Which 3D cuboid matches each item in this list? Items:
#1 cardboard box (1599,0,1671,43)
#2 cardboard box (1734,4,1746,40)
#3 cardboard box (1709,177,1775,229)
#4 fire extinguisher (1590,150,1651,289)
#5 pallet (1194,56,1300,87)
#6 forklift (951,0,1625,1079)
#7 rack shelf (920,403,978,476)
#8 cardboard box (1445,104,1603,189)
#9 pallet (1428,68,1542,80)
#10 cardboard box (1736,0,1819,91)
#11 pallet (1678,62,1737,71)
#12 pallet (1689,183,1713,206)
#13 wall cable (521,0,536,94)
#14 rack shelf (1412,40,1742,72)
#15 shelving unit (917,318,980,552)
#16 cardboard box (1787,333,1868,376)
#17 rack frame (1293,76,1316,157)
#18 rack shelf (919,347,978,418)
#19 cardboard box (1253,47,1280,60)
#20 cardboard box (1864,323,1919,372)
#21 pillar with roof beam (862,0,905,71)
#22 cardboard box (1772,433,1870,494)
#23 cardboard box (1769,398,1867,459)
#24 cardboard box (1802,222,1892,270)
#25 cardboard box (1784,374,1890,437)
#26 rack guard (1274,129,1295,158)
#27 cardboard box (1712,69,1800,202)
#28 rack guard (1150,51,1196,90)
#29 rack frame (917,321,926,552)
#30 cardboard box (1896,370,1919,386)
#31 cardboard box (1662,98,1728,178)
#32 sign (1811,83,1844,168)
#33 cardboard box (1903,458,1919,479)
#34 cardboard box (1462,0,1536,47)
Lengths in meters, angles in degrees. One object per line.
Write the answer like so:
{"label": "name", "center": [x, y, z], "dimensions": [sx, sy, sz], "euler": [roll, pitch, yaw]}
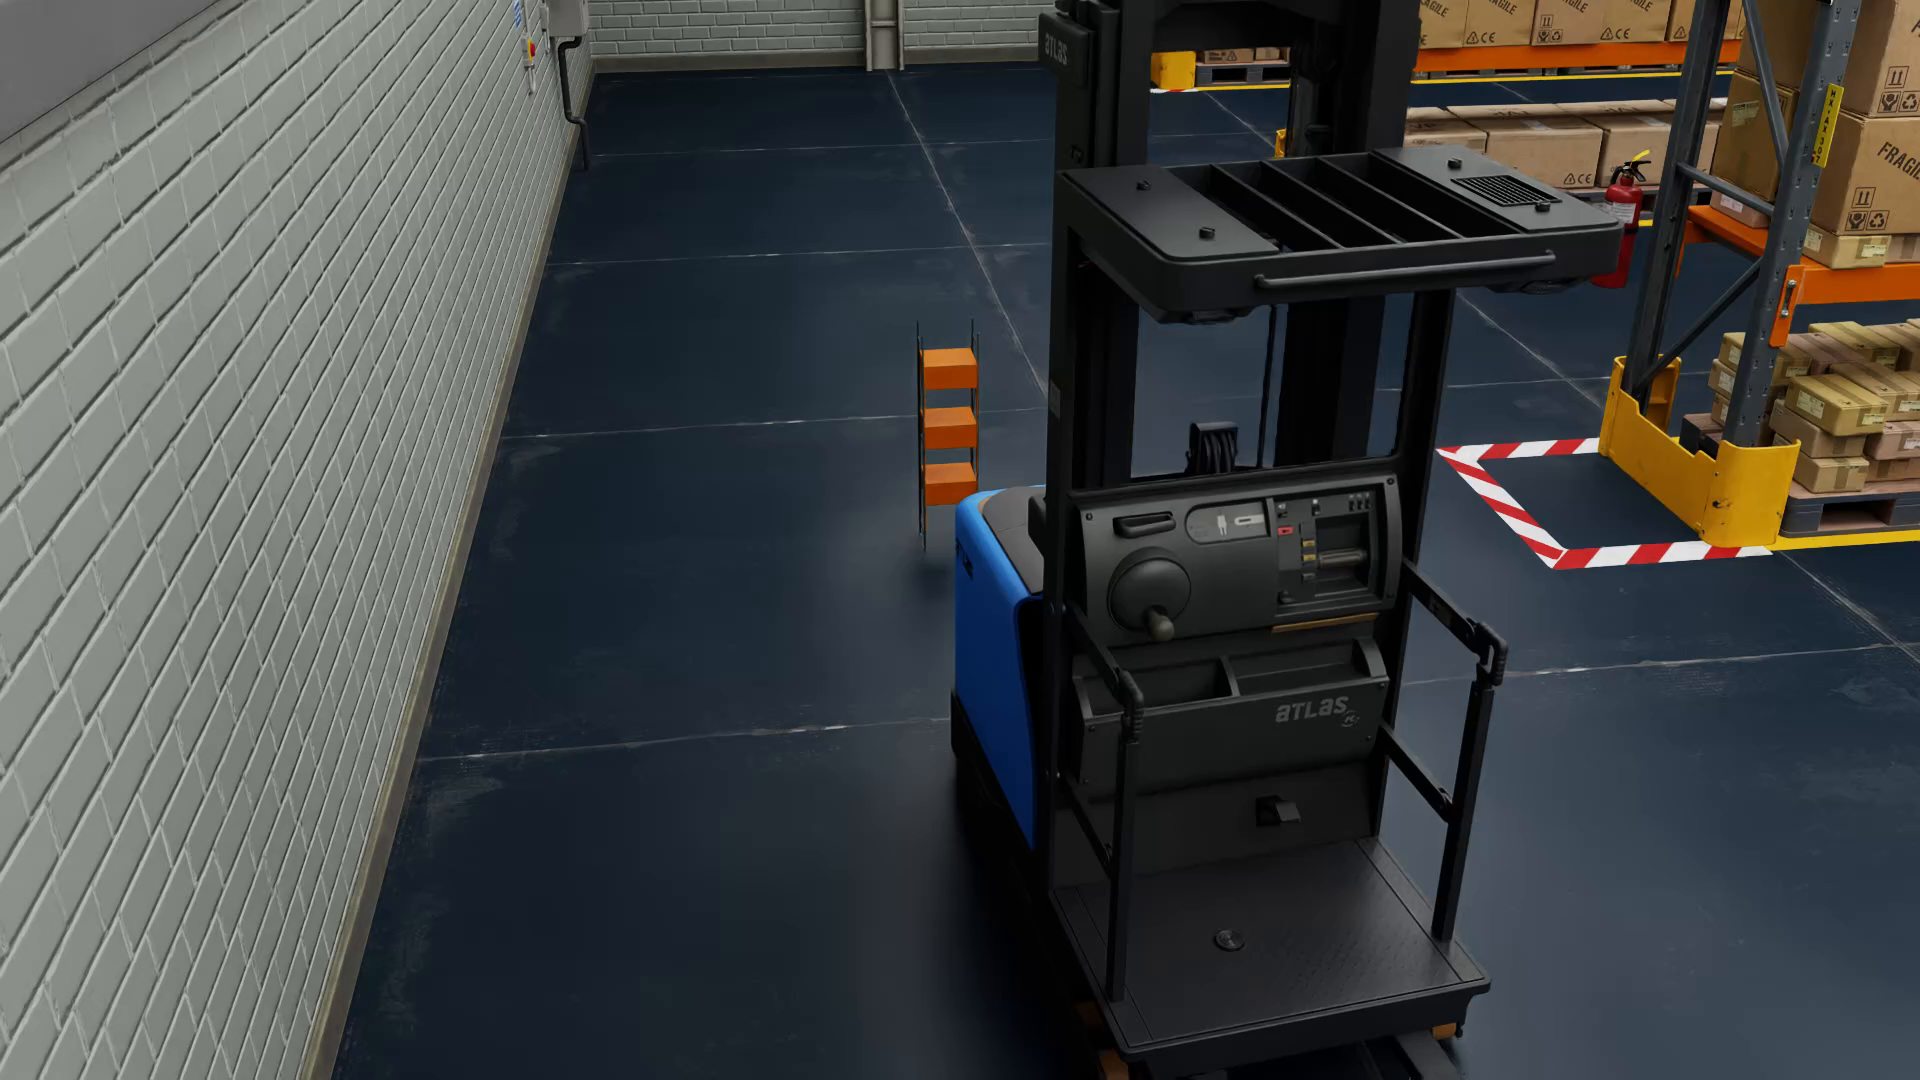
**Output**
{"label": "cardboard box", "center": [4.709, -3.848, 11.855], "dimensions": [0.500, 0.500, 0.500], "euler": [-3, 27, -5]}
{"label": "cardboard box", "center": [5.726, -3.913, 11.982], "dimensions": [0.500, 0.500, 0.500], "euler": [-4, 27, -8]}
{"label": "cardboard box", "center": [3.770, -1.600, 7.858], "dimensions": [0.250, 0.149, 0.380], "euler": [-4, 27, -7]}
{"label": "fire extinguisher", "center": [3.173, -1.556, 7.989], "dimensions": [0.183, 0.674, 0.296], "euler": [-4, 27, -7]}
{"label": "pallet", "center": [2.866, -4.854, 16.978], "dimensions": [1.213, 0.211, 1.003], "euler": [-4, 27, -7]}
{"label": "forklift", "center": [0.832, 0.085, 4.373], "dimensions": [1.130, 2.935, 3.031], "euler": [-7, 28, -13]}
{"label": "rack shelf", "center": [-0.053, -0.454, 7.509], "dimensions": [0.240, 0.259, 0.215], "euler": [-4, 27, -7]}
{"label": "cardboard box", "center": [4.242, -2.991, 12.640], "dimensions": [0.875, 0.438, 0.875], "euler": [-3, 27, -6]}
{"label": "pallet", "center": [5.283, -5.009, 17.281], "dimensions": [1.213, 0.211, 1.003], "euler": [-4, 27, -7]}
{"label": "cardboard box", "center": [3.905, -2.327, 7.468], "dimensions": [0.500, 0.500, 0.500], "euler": [-4, 27, -8]}
{"label": "pallet", "center": [7.974, -5.200, 17.653], "dimensions": [1.213, 0.211, 1.003], "euler": [-4, 27, -7]}
{"label": "pallet", "center": [5.894, -2.796, 12.967], "dimensions": [1.213, 0.211, 1.003], "euler": [-4, 27, -7]}
{"label": "wall cable", "center": [-2.883, -3.892, 10.901], "dimensions": [0.123, 1.953, 0.585], "euler": [-4, 27, -7]}
{"label": "rack shelf", "center": [4.678, -3.602, 12.272], "dimensions": [4.000, 0.370, 1.077], "euler": [-4, 27, -7]}
{"label": "shelving unit", "center": [-0.053, -0.464, 7.504], "dimensions": [0.252, 1.050, 0.215], "euler": [-4, 27, -7]}
{"label": "cardboard box", "center": [4.233, -0.885, 8.200], "dimensions": [0.250, 0.149, 0.380], "euler": [-3, 27, -6]}
{"label": "rack frame", "center": [2.697, -3.795, 11.860], "dimensions": [0.127, 3.000, 1.000], "euler": [-4, 27, -7]}
{"label": "rack shelf", "center": [-0.053, -0.707, 7.379], "dimensions": [0.240, 0.259, 0.215], "euler": [-4, 27, -7]}
{"label": "cardboard box", "center": [3.047, -4.962, 16.798], "dimensions": [0.250, 0.149, 0.380], "euler": [-5, 28, -9]}
{"label": "cardboard box", "center": [4.737, -0.947, 8.320], "dimensions": [0.250, 0.149, 0.380], "euler": [-5, 28, -9]}
{"label": "pillar with roof beam", "center": [-0.194, -6.997, 11.530], "dimensions": [0.400, 9.000, 9.100], "euler": [-4, 27, -7]}
{"label": "cardboard box", "center": [4.050, -0.370, 7.849], "dimensions": [0.250, 0.149, 0.380], "euler": [-3, 27, -6]}
{"label": "cardboard box", "center": [4.041, -0.532, 7.837], "dimensions": [0.250, 0.149, 0.380], "euler": [-3, 27, -5]}
{"label": "cardboard box", "center": [3.853, -1.324, 7.320], "dimensions": [0.250, 0.149, 0.380], "euler": [-4, 27, -8]}
{"label": "cardboard box", "center": [4.053, -0.626, 7.696], "dimensions": [0.250, 0.149, 0.380], "euler": [-5, 28, -9]}
{"label": "rack guard", "center": [2.673, -2.681, 12.428], "dimensions": [0.348, 0.500, 1.175], "euler": [-4, 27, -7]}
{"label": "cardboard box", "center": [3.896, -1.885, 7.703], "dimensions": [0.500, 0.500, 0.500], "euler": [-3, 27, -6]}
{"label": "rack guard", "center": [2.077, -4.931, 16.813], "dimensions": [0.348, 0.500, 1.175], "euler": [-4, 27, -7]}
{"label": "rack frame", "center": [-0.174, -0.456, 7.489], "dimensions": [0.008, 1.050, 0.200], "euler": [-4, 27, -7]}
{"label": "cardboard box", "center": [4.577, -0.656, 7.755], "dimensions": [0.250, 0.149, 0.380], "euler": [-4, 27, -7]}
{"label": "cardboard box", "center": [6.021, -3.105, 12.862], "dimensions": [0.875, 0.438, 0.875], "euler": [-4, 27, -8]}
{"label": "sign", "center": [3.563, -1.703, 6.836], "dimensions": [0.005, 0.325, 0.100], "euler": [-4, 27, -7]}
{"label": "cardboard box", "center": [4.543, -0.443, 7.991], "dimensions": [0.250, 0.149, 0.380], "euler": [-3, 27, -7]}
{"label": "cardboard box", "center": [3.709, -3.785, 11.731], "dimensions": [0.500, 0.500, 0.500], "euler": [-4, 27, -8]}
